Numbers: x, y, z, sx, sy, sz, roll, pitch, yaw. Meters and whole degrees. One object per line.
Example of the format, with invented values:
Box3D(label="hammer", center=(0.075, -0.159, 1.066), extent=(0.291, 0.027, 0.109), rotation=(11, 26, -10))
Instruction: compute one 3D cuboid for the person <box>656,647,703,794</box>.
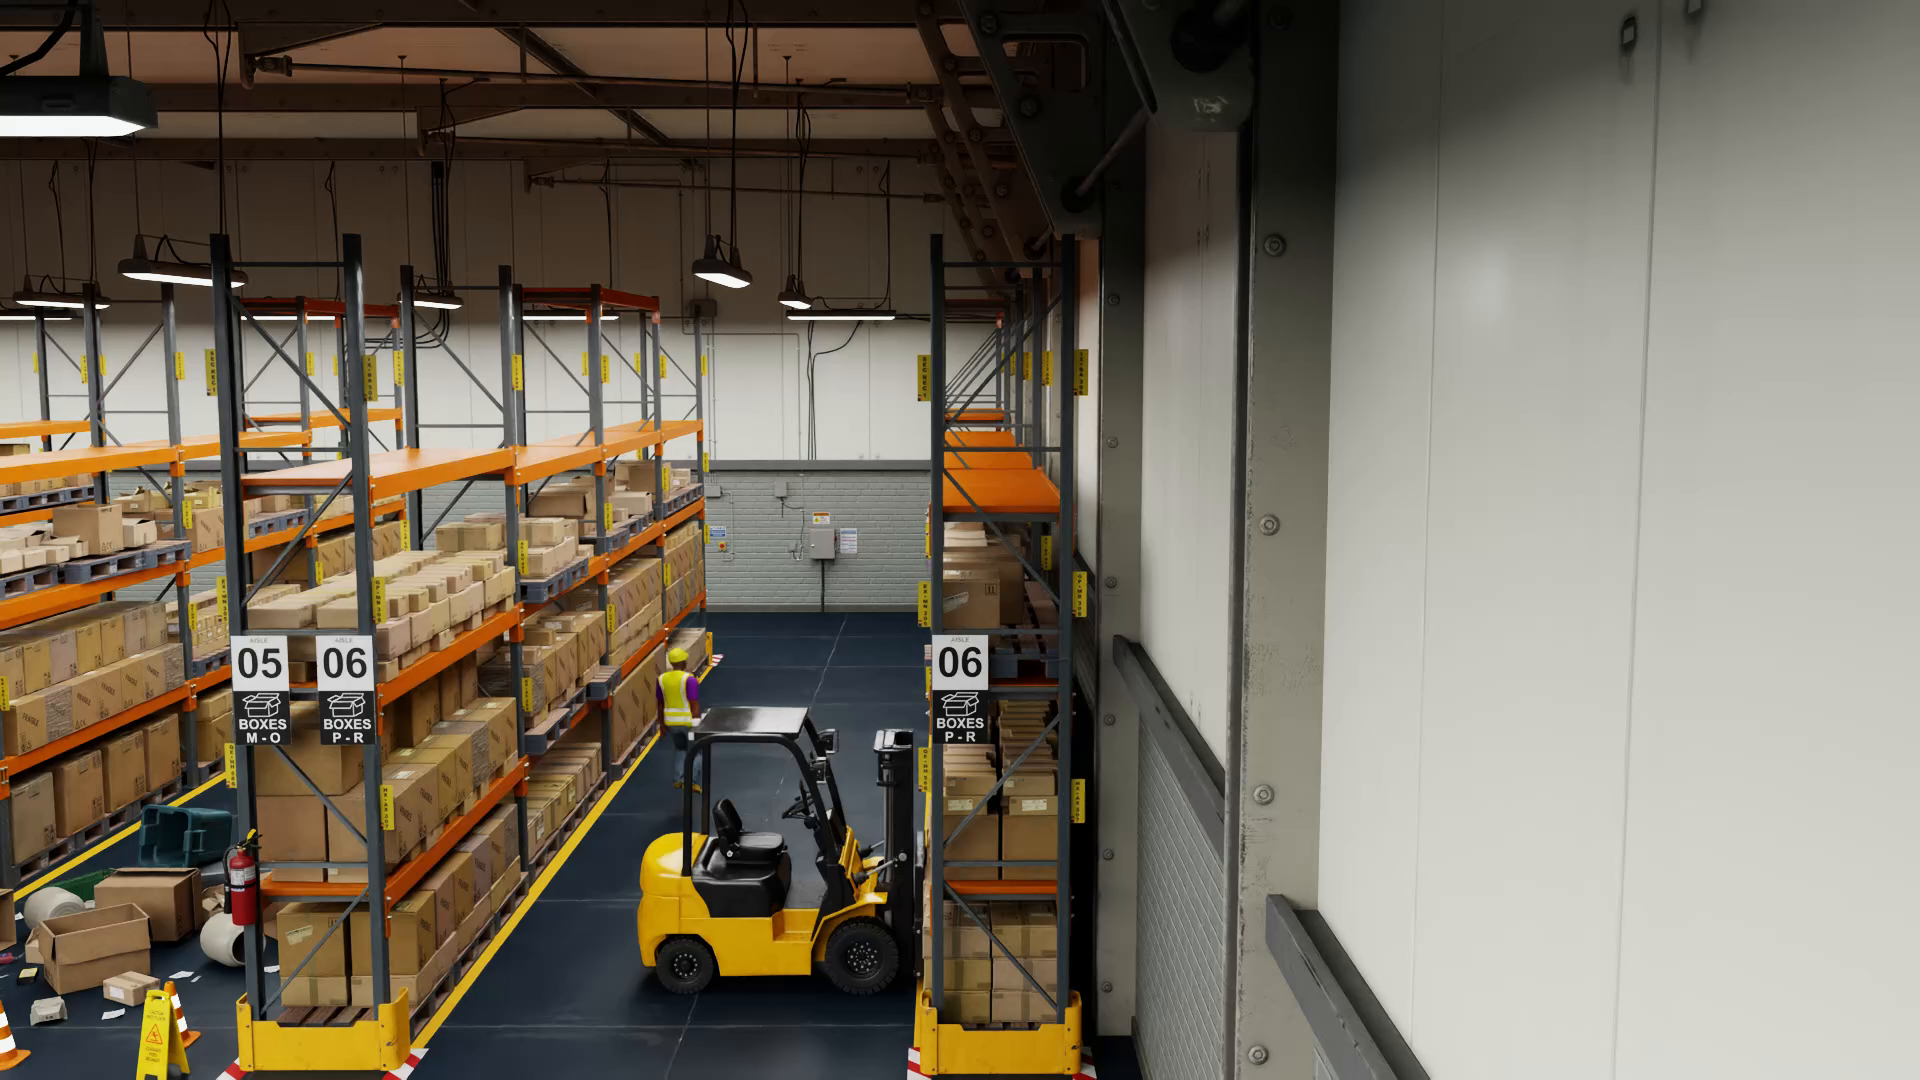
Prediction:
Box3D(label="person", center=(-3.172, 2.049, 18.897), extent=(0.601, 1.661, 0.543), rotation=(1, 6, 8))

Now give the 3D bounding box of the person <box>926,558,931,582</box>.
Box3D(label="person", center=(-0.486, 0.876, 32.131), extent=(0.463, 1.520, 0.473), rotation=(-2, 7, -21))
